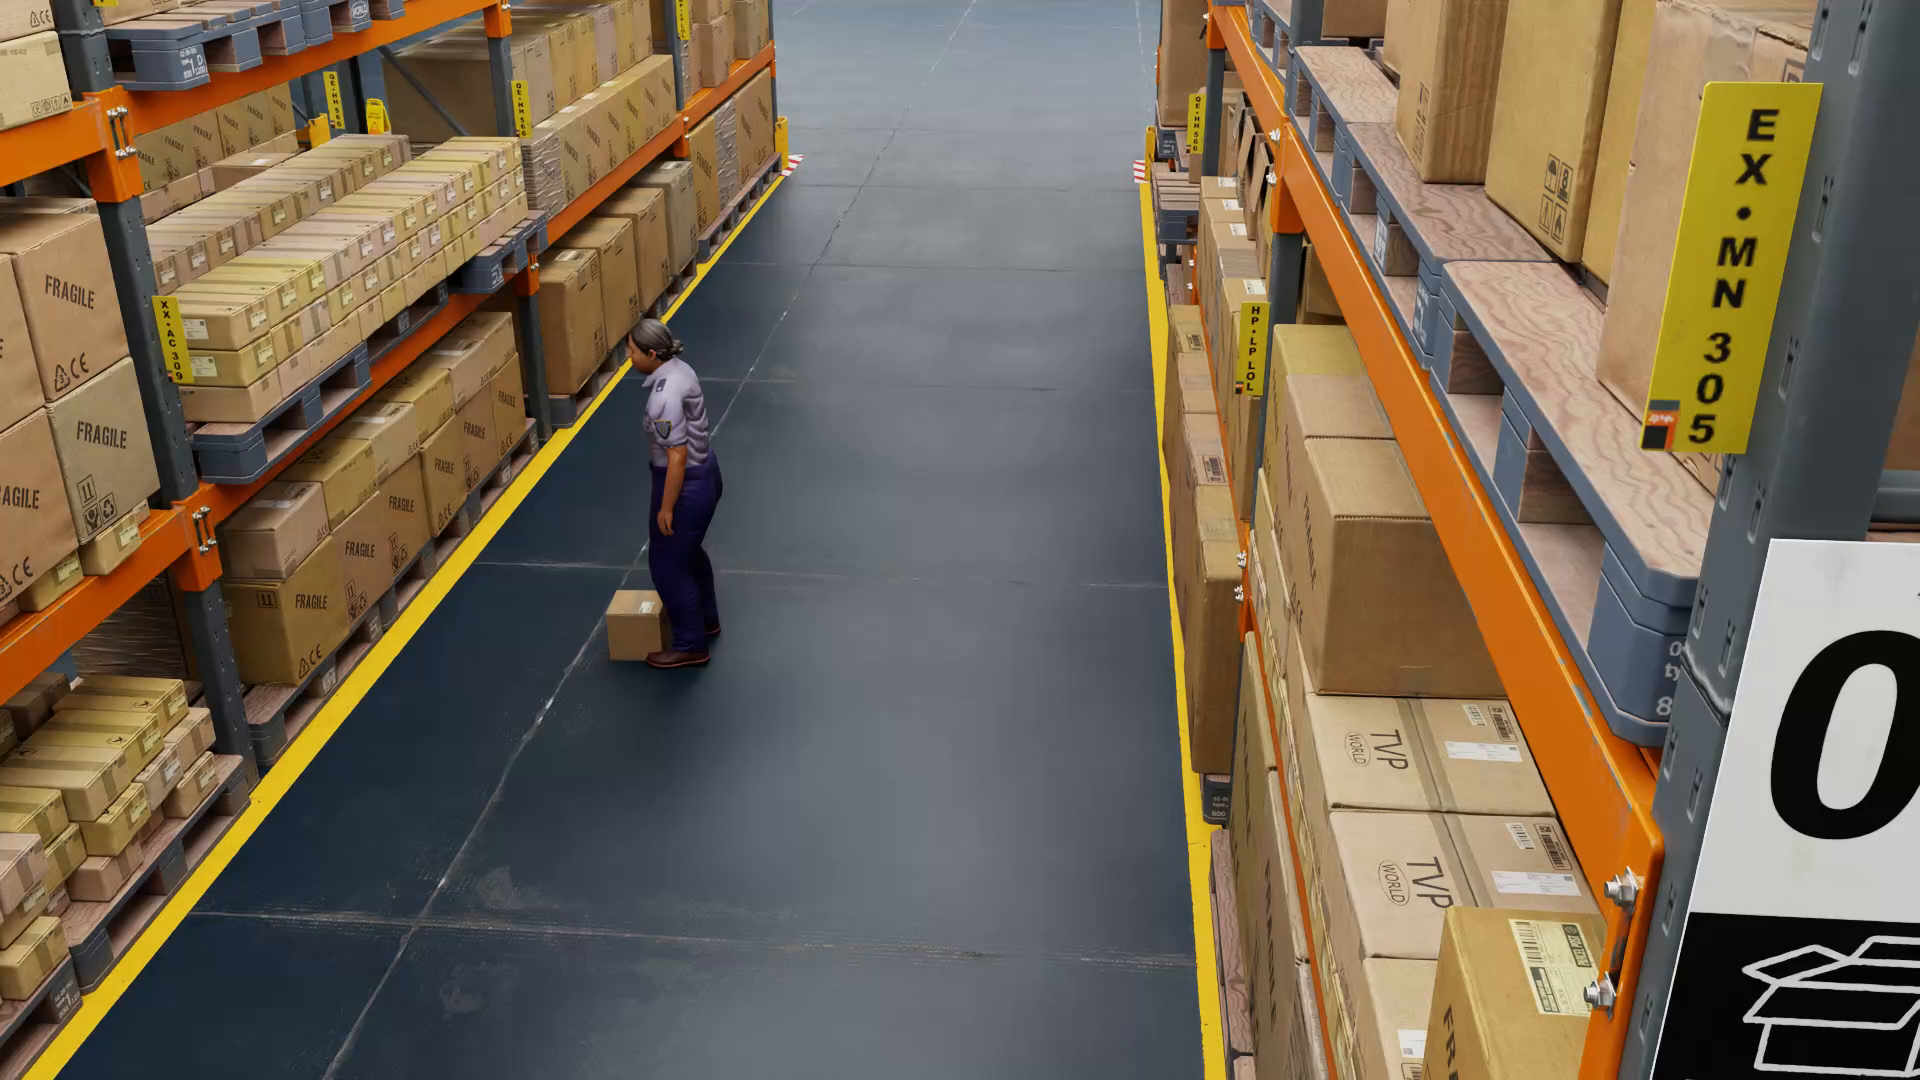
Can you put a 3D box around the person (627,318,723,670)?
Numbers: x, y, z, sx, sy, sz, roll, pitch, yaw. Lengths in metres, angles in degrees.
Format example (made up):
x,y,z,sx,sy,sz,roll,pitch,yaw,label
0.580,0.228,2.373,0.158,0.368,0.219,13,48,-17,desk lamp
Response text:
x,y,z,sx,sy,sz,roll,pitch,yaw,label
-1.287,-0.221,7.614,0.374,1.636,0.553,1,25,1,person
